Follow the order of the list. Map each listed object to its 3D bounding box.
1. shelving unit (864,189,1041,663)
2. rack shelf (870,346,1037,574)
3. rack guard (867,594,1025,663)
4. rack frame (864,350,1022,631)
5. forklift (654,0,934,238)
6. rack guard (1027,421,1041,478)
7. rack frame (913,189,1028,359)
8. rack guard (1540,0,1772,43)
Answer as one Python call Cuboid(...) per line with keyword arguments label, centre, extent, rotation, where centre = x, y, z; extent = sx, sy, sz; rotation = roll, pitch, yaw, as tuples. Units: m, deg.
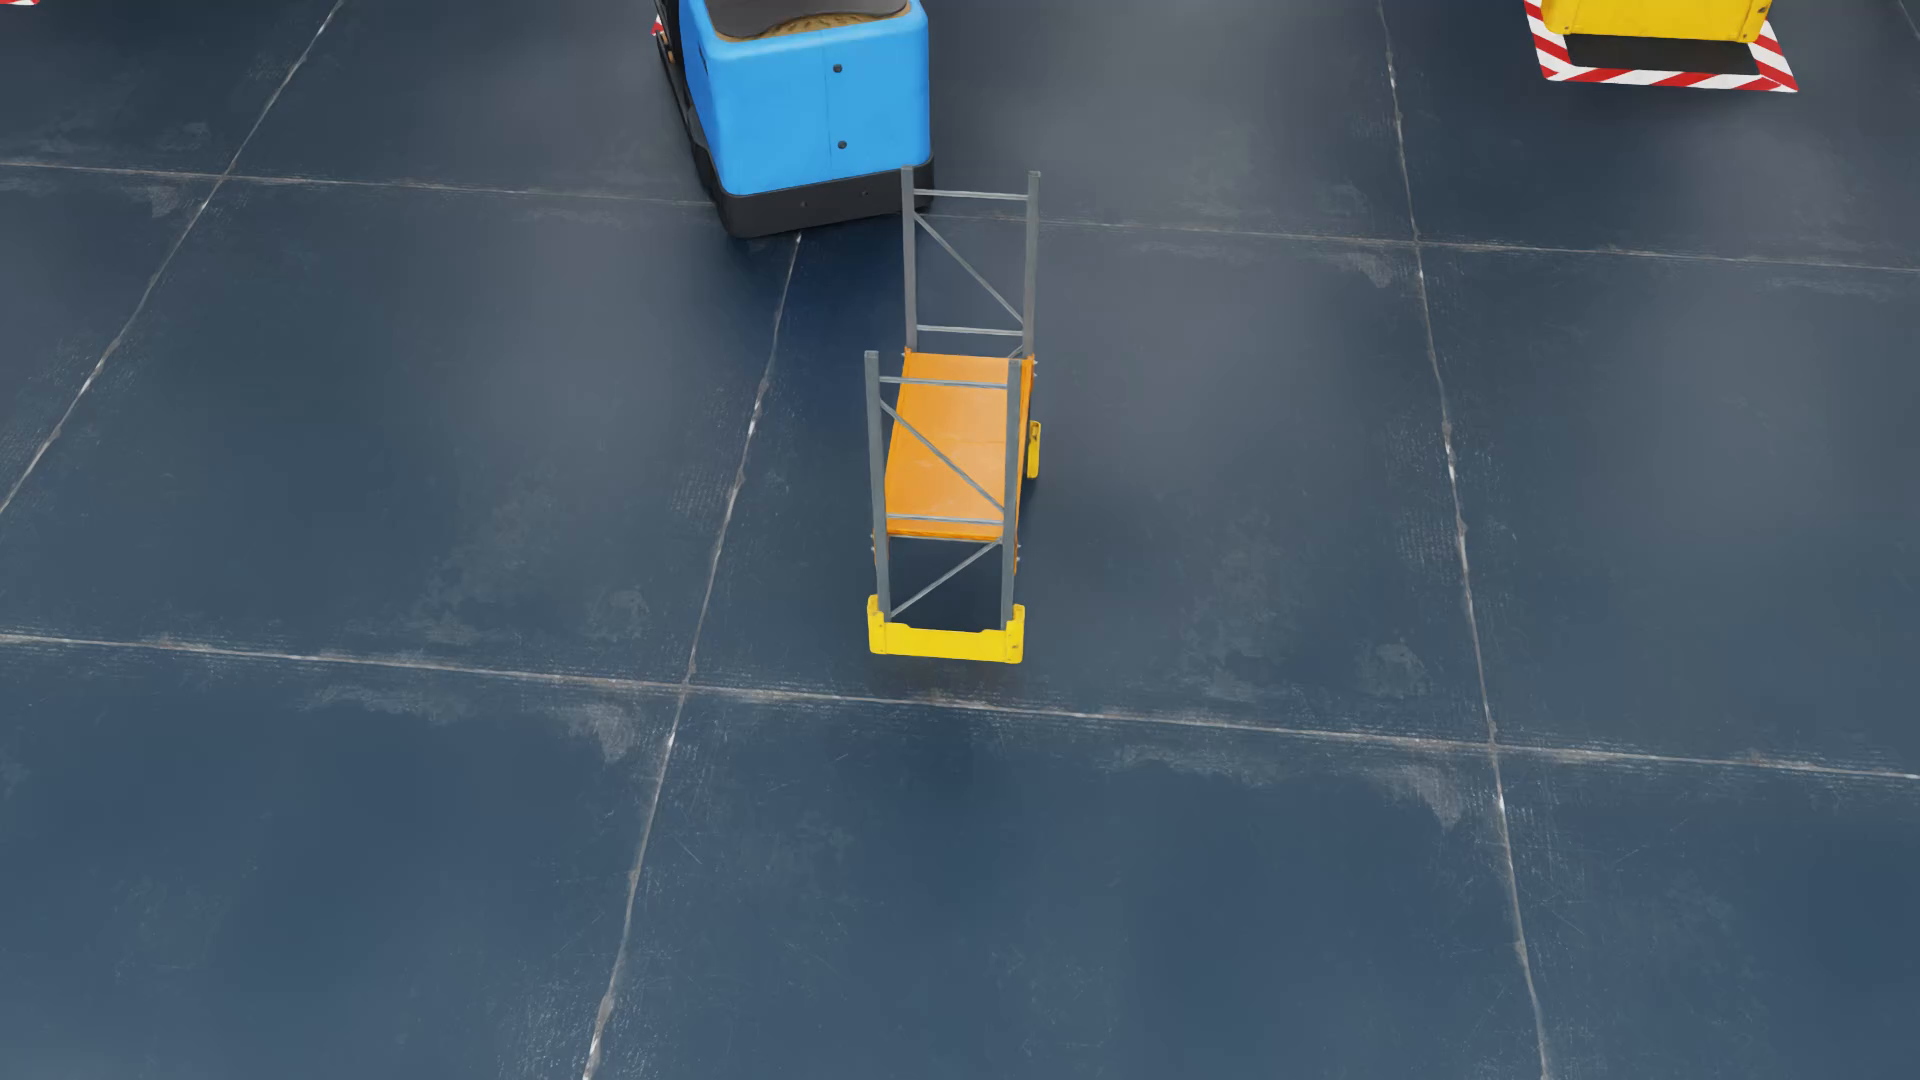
Cuboid(label="shelving unit", centre=(-0.007, -0.450, 6.171), extent=(0.587, 1.500, 1.083), rotation=(4, 48, 4))
Cuboid(label="rack shelf", centre=(-0.008, -0.322, 6.298), extent=(0.538, 0.185, 1.000), rotation=(4, 48, 4))
Cuboid(label="rack guard", centre=(-0.052, 0.338, 6.298), extent=(0.587, 0.250, 0.087), rotation=(4, 48, 4))
Cuboid(label="rack frame", centre=(-0.054, -0.070, 5.824), extent=(0.500, 1.500, 0.032), rotation=(4, 48, 4))
Cuboid(label="forklift", centre=(-1.037, -3.557, 8.043), extent=(1.130, 2.935, 3.031), rotation=(-12, 49, -11))
Cuboid(label="rack guard", centre=(0.038, -0.394, 6.967), extent=(0.587, 0.250, 0.087), rotation=(4, 48, 4))
Cuboid(label="rack frame", centre=(0.040, -0.817, 6.507), extent=(0.475, 1.308, 0.013), rotation=(4, 48, 4))
Cuboid(label="rack guard", centre=(3.916, -3.118, 9.289), extent=(1.175, 0.500, 0.348), rotation=(4, 48, 4))
